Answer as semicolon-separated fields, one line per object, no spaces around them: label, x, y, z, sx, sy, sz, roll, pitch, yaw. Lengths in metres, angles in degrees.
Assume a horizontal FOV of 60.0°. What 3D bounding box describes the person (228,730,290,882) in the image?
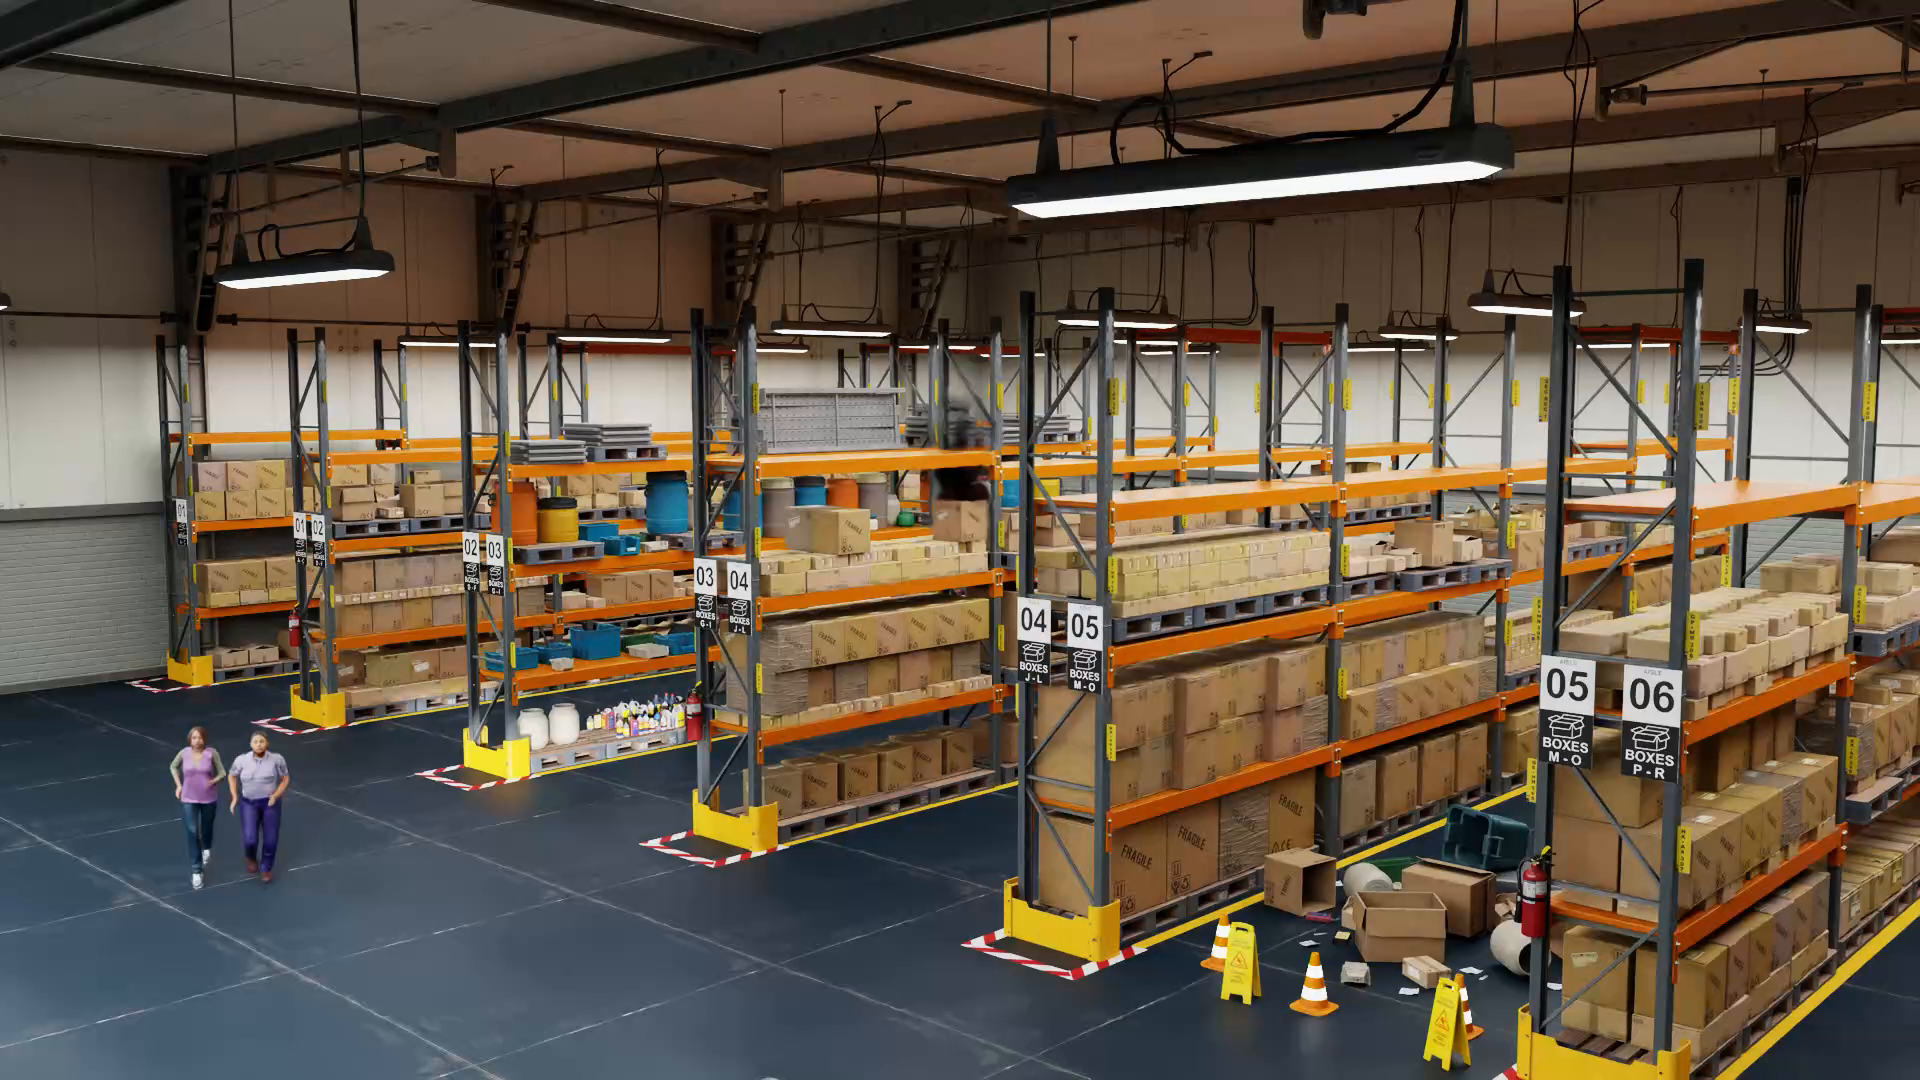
person;-7.228;2.760;17.169;0.592;1.598;0.588;-2;6;-23

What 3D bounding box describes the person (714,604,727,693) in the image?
person;-3.949;1.691;27.879;0.697;1.717;0.609;4;7;35

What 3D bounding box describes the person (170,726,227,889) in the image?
person;-7.927;2.731;17.337;0.539;1.610;0.875;-2;6;-24
